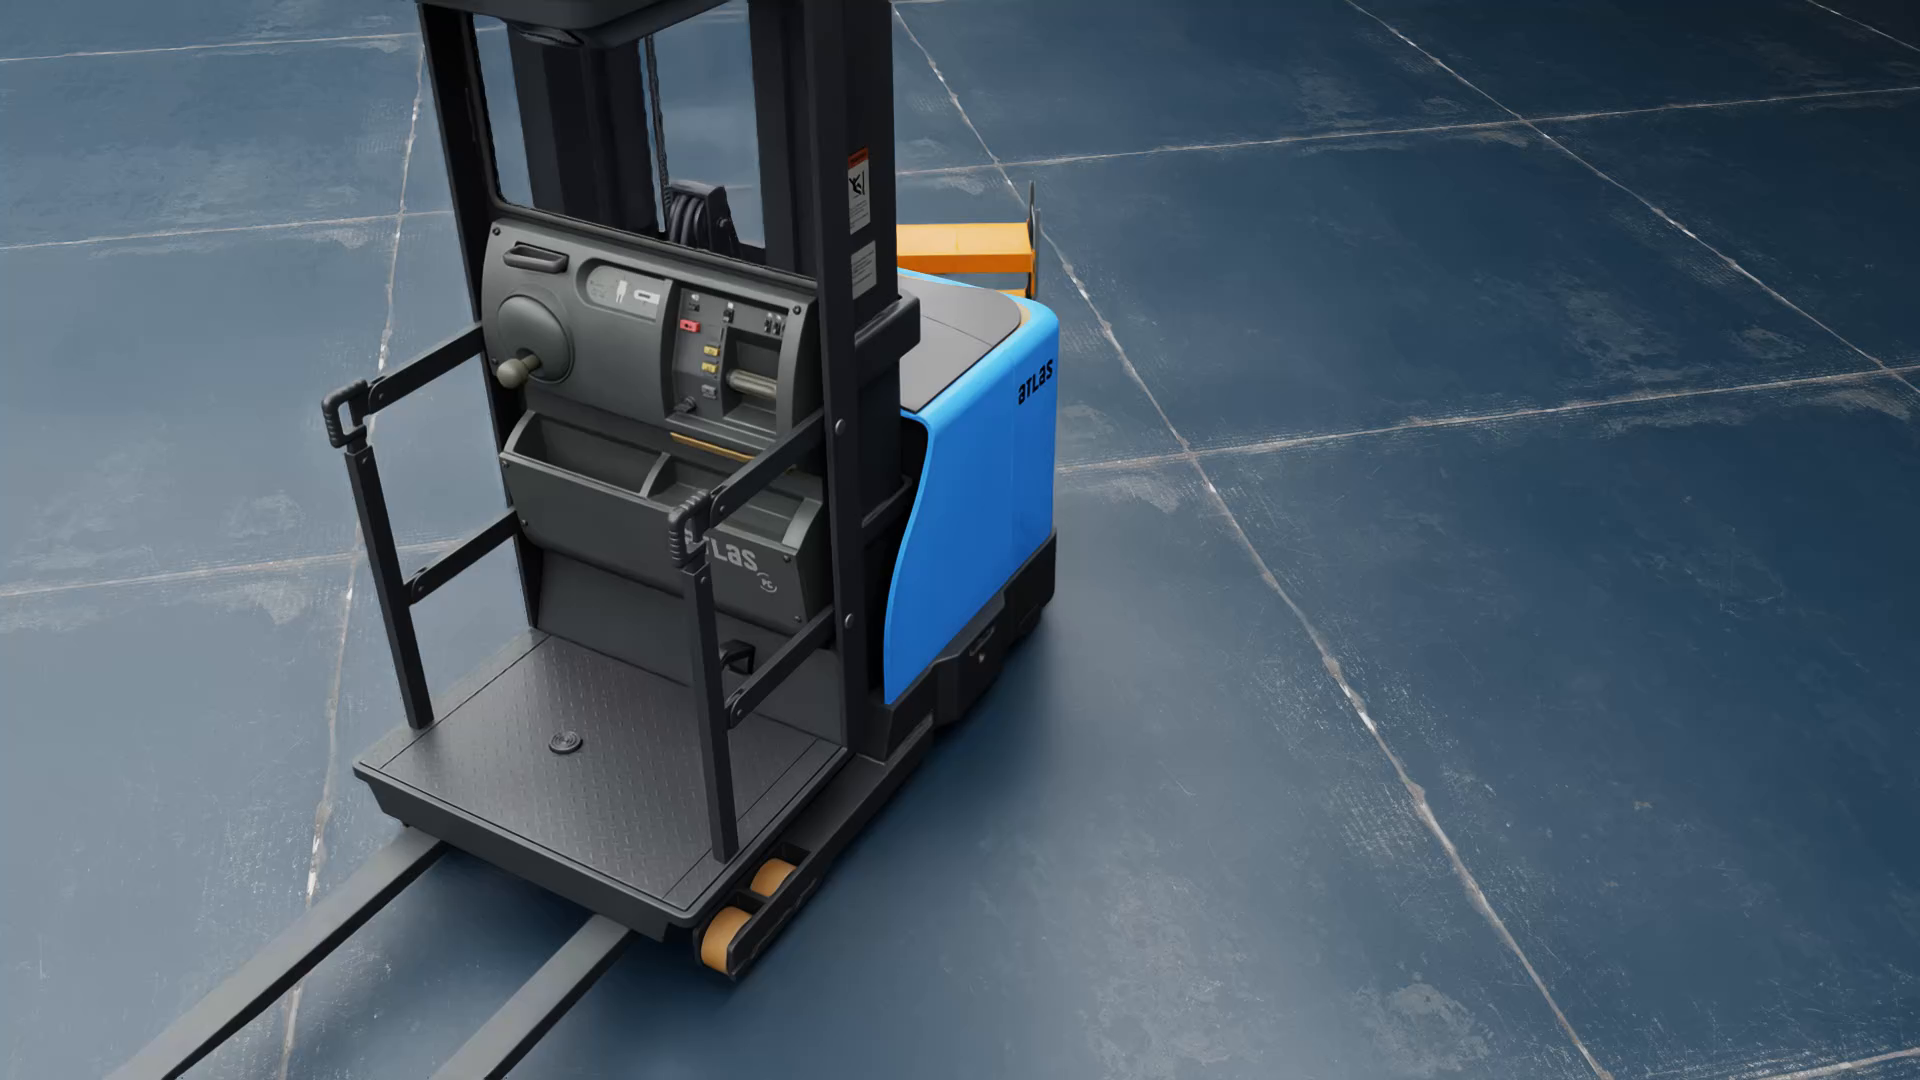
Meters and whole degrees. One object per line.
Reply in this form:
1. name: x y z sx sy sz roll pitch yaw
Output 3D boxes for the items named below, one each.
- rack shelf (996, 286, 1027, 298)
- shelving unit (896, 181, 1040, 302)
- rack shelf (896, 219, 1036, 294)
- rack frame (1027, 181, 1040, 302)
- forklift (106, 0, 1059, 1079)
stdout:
1. rack shelf: -0.009 -0.706 5.444 0.480 0.148 0.258 -1 34 -2
2. shelving unit: -0.009 -0.576 5.532 0.503 1.200 0.258 -1 34 -2
3. rack shelf: -0.009 -0.902 5.313 0.480 0.148 0.258 -1 34 -2
4. rack frame: 0.235 -0.581 5.539 0.015 1.200 0.240 -1 34 -2
5. forklift: -0.859 -0.428 3.758 1.130 2.935 3.031 18 38 24
